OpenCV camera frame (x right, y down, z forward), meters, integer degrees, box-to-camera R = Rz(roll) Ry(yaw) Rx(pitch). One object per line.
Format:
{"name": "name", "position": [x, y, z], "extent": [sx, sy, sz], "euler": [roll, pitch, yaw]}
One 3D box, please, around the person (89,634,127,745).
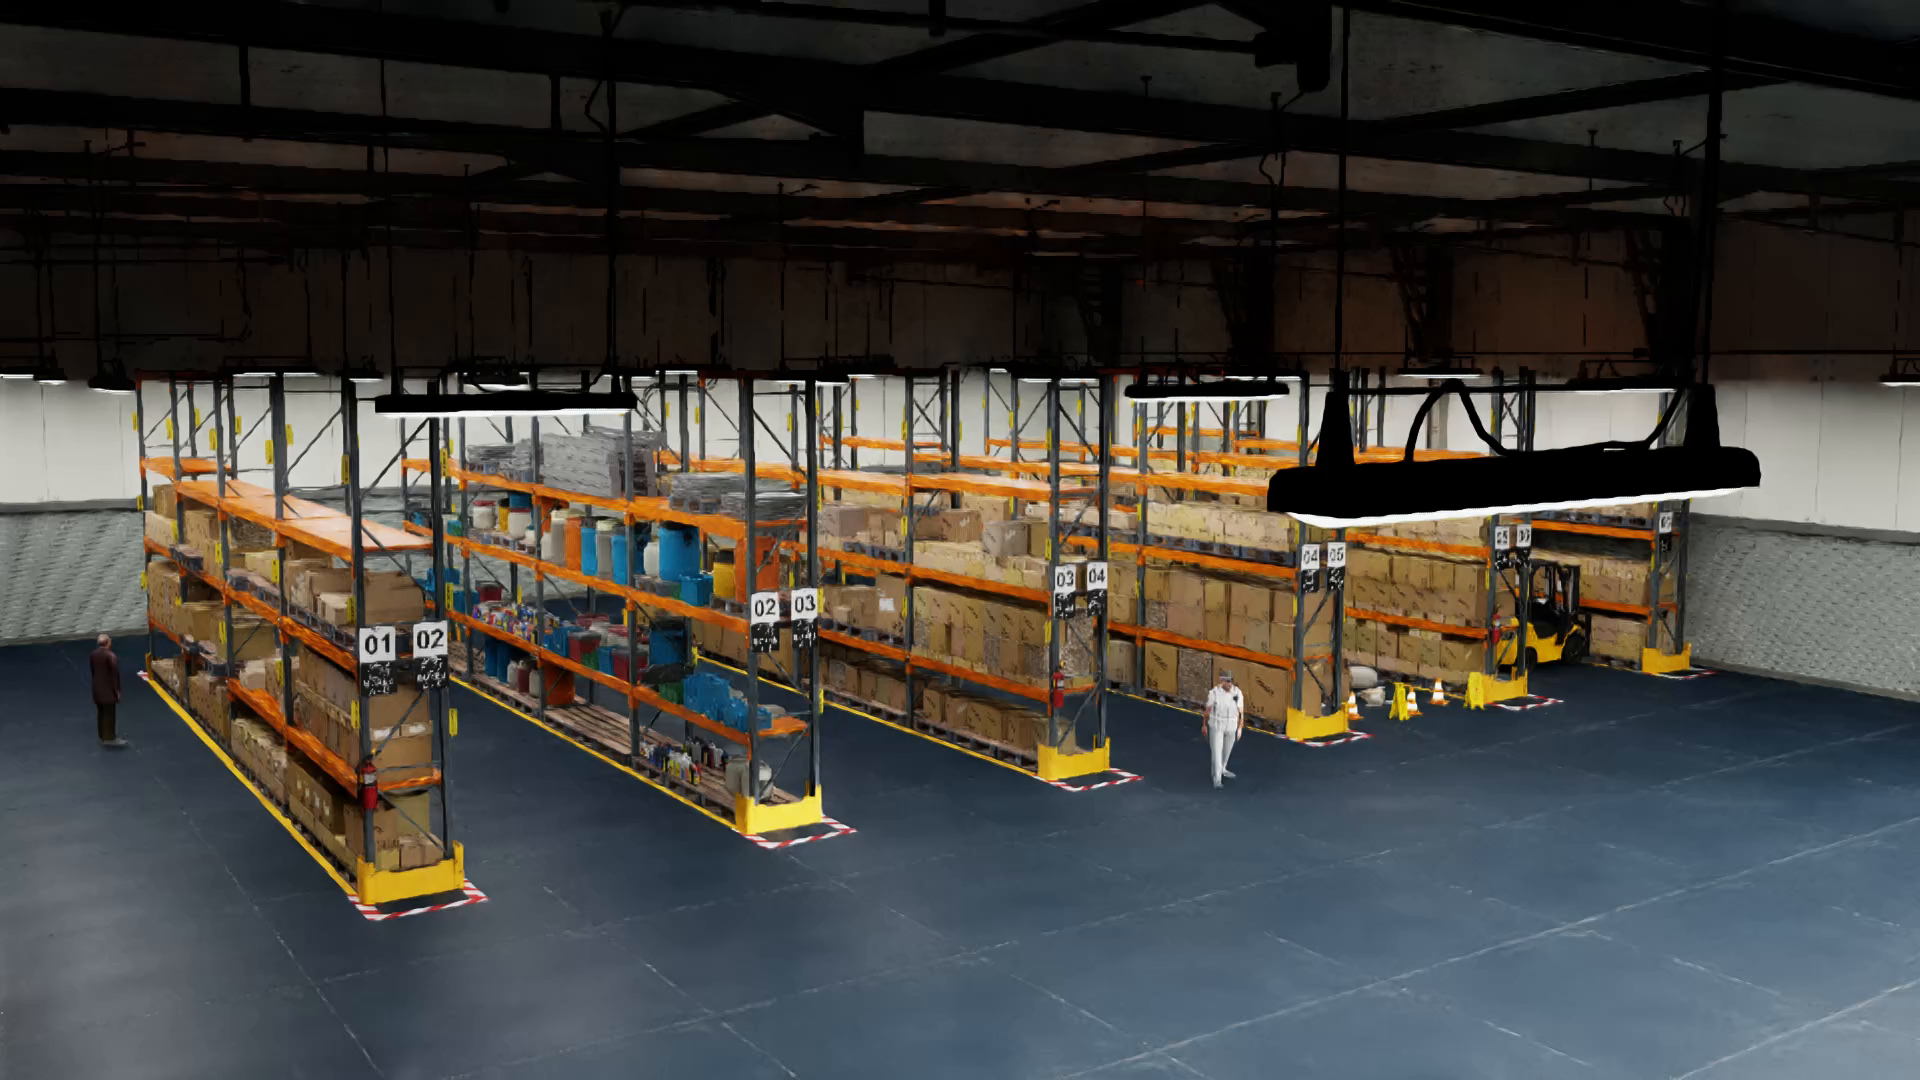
{"name": "person", "position": [-13.761, 2.394, 26.894], "extent": [0.656, 1.790, 0.520], "euler": [3, 7, 27]}

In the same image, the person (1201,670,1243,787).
{"name": "person", "position": [3.875, 2.730, 24.395], "extent": [0.583, 1.711, 0.967], "euler": [-1, 7, -10]}

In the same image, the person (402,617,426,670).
{"name": "person", "position": [-10.279, 1.965, 31.192], "extent": [0.677, 1.724, 0.567], "euler": [-5, 8, -35]}

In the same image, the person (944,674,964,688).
{"name": "person", "position": [-0.058, 2.082, 30.626], "extent": [0.580, 1.619, 0.507], "euler": [-5, 8, -35]}
